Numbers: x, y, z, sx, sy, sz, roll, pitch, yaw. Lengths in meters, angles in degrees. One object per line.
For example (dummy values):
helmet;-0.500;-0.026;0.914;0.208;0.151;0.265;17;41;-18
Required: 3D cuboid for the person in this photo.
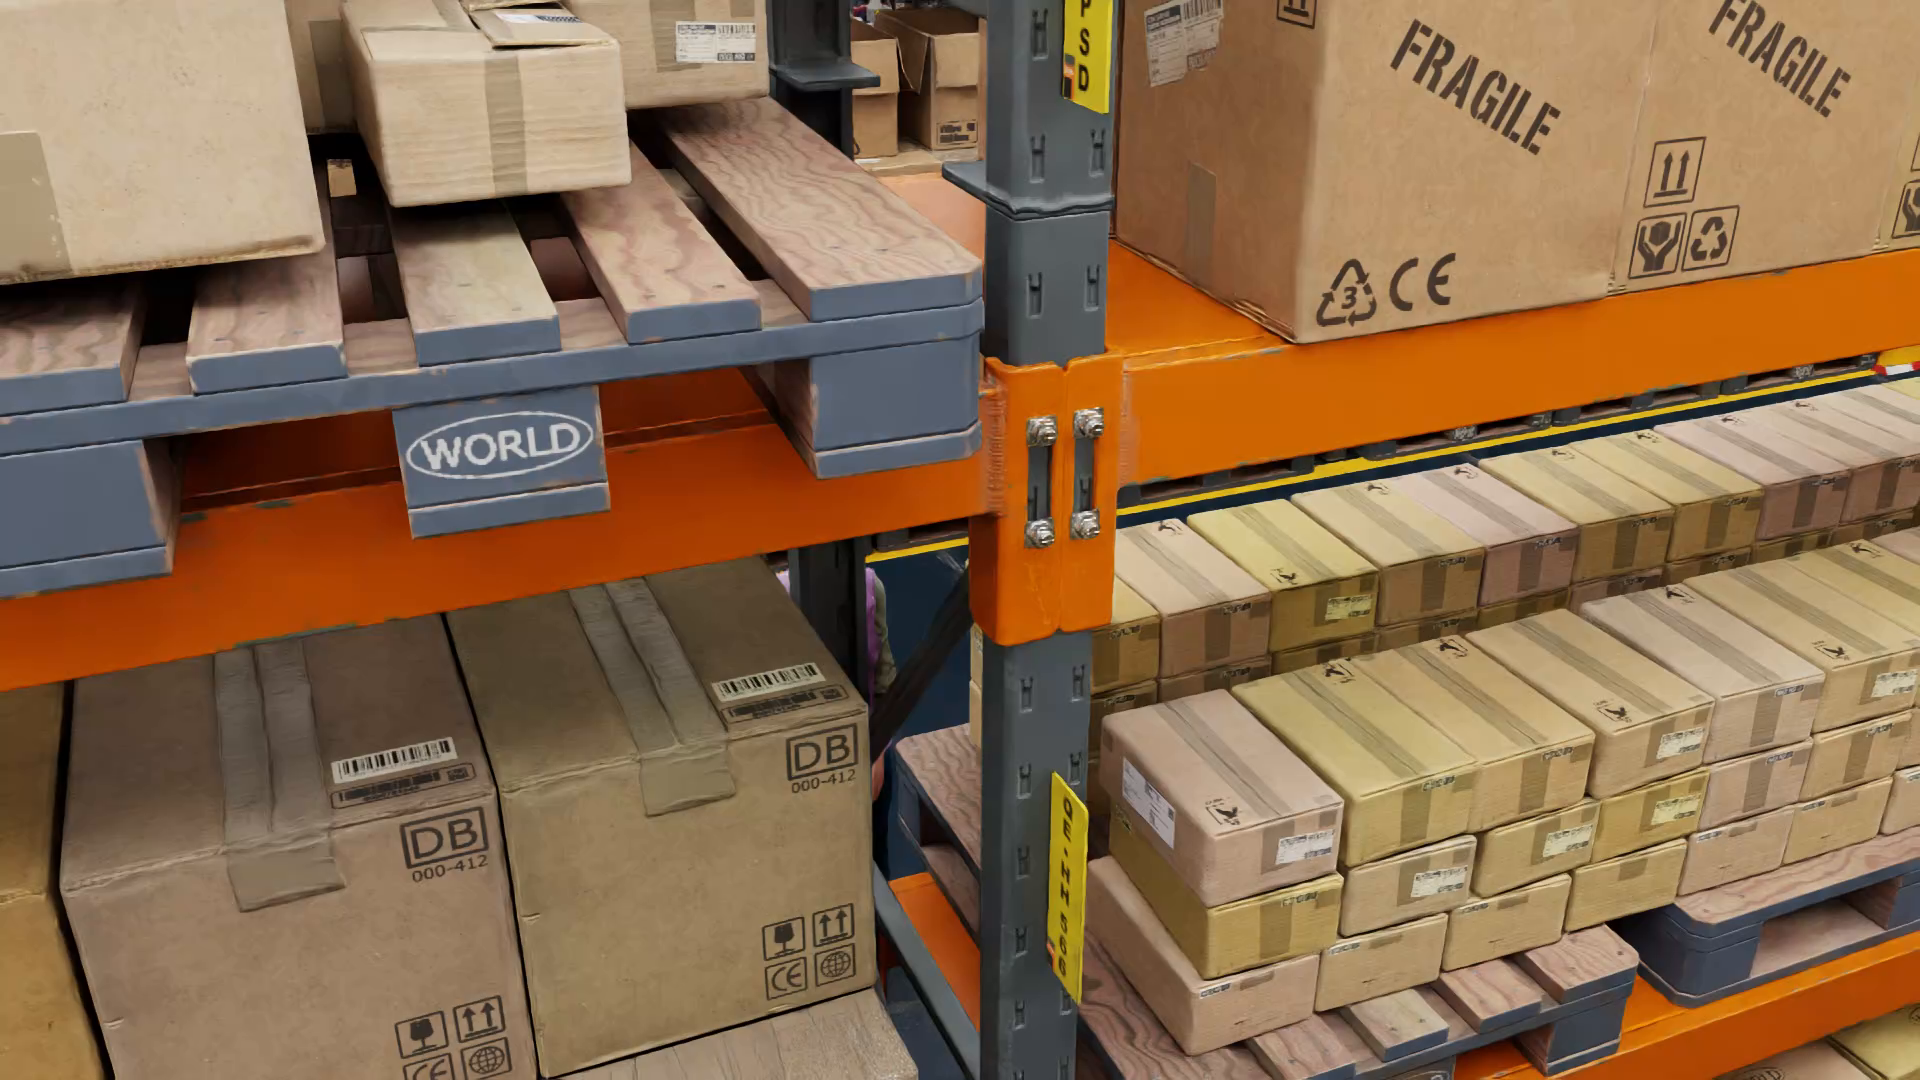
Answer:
person;-0.411;0.634;4.795;0.477;1.606;0.396;-6;27;-11
